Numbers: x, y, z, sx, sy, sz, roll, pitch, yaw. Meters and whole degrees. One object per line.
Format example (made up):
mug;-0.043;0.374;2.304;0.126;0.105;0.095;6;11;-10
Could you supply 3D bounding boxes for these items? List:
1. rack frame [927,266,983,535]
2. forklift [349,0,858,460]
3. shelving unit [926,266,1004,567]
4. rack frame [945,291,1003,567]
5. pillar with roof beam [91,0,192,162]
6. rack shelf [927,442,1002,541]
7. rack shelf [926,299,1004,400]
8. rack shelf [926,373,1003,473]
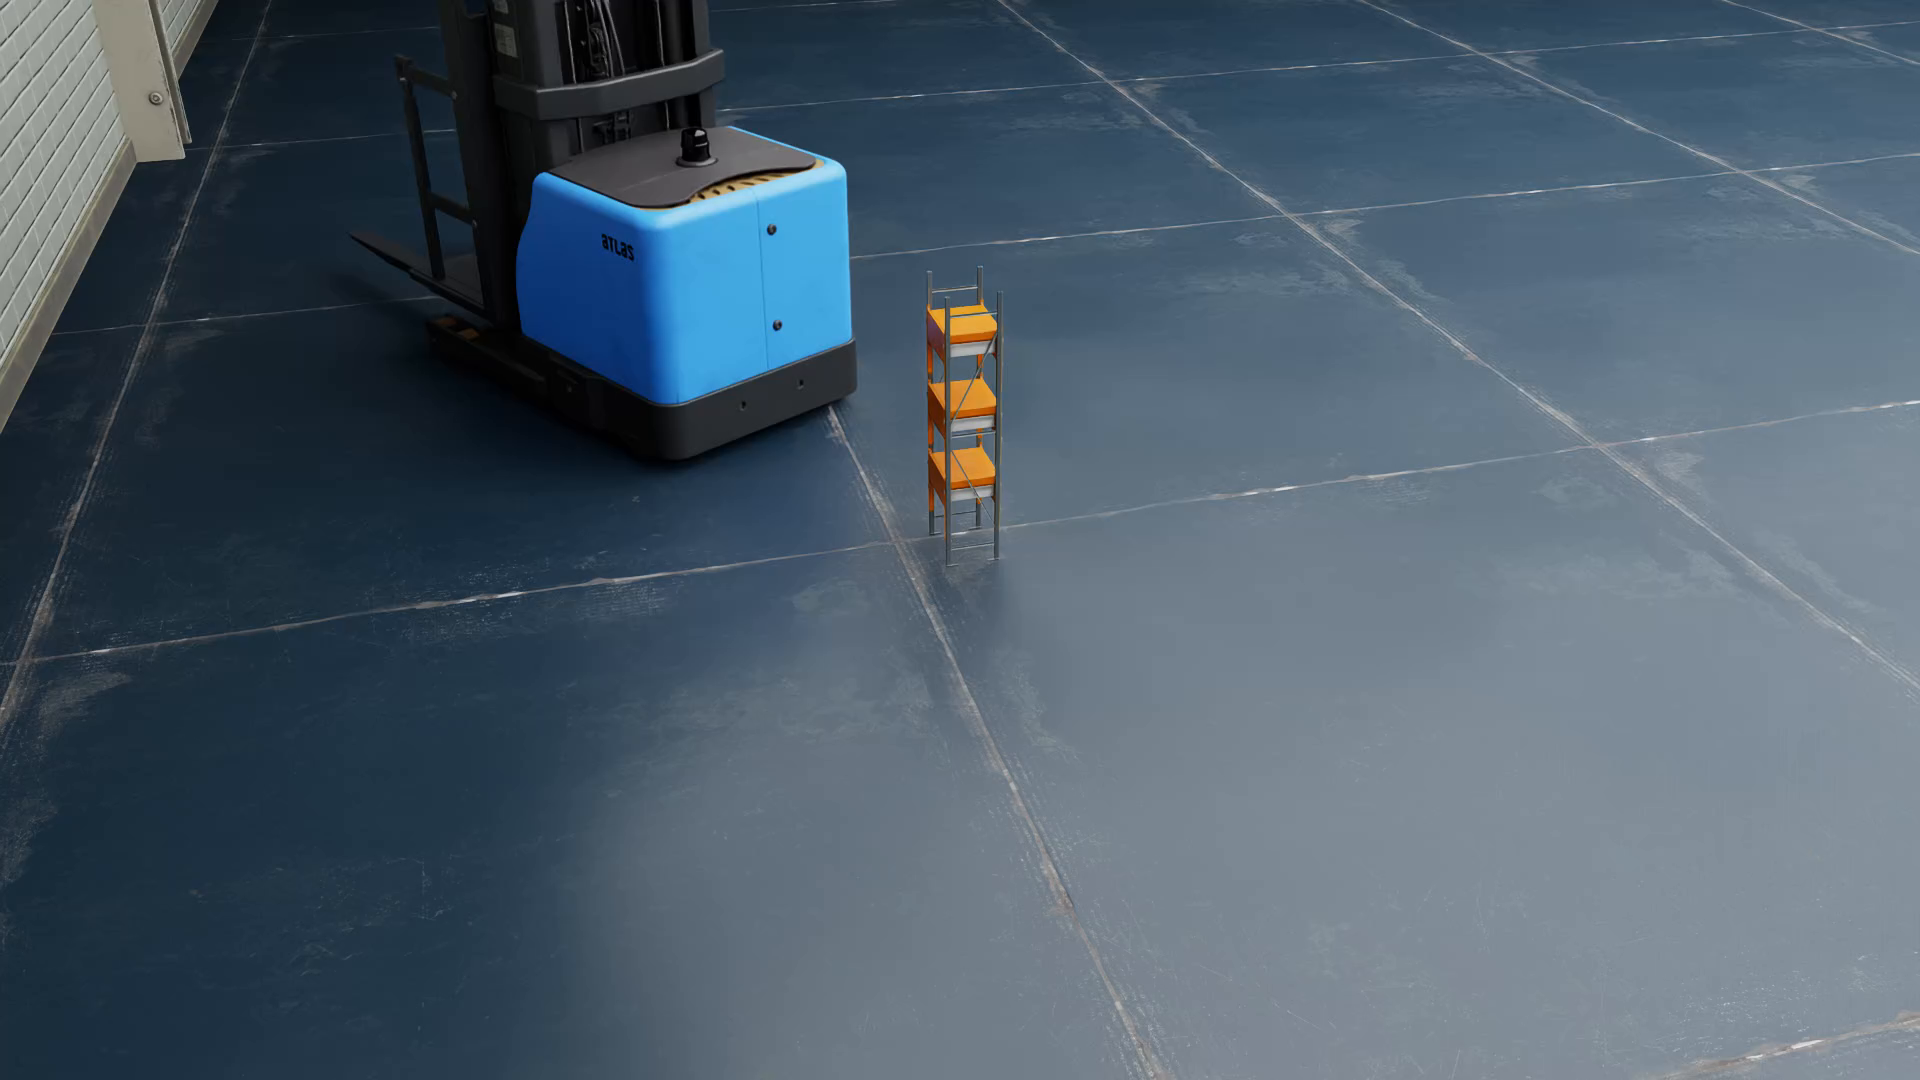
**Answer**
rack frame;-0.018;-0.487;6.044;0.200;1.050;0.008;-8;31;-13
forklift;-1.838;-2.229;7.175;1.130;2.935;3.031;-26;39;-37
shelving unit;0.014;-0.429;5.942;0.215;1.050;0.252;-8;31;-13
rack frame;0.047;-0.370;5.841;0.200;1.050;0.008;-8;31;-13
pillar with roof beam;-0.880;-6.916;9.216;9.100;9.000;0.400;-8;31;-13
rack shelf;0.014;-0.179;6.087;0.215;0.259;0.240;-8;31;-13
rack shelf;0.014;-0.665;5.806;0.215;0.259;0.240;-8;31;-13
rack shelf;0.014;-0.419;5.948;0.215;0.259;0.240;-8;31;-13
